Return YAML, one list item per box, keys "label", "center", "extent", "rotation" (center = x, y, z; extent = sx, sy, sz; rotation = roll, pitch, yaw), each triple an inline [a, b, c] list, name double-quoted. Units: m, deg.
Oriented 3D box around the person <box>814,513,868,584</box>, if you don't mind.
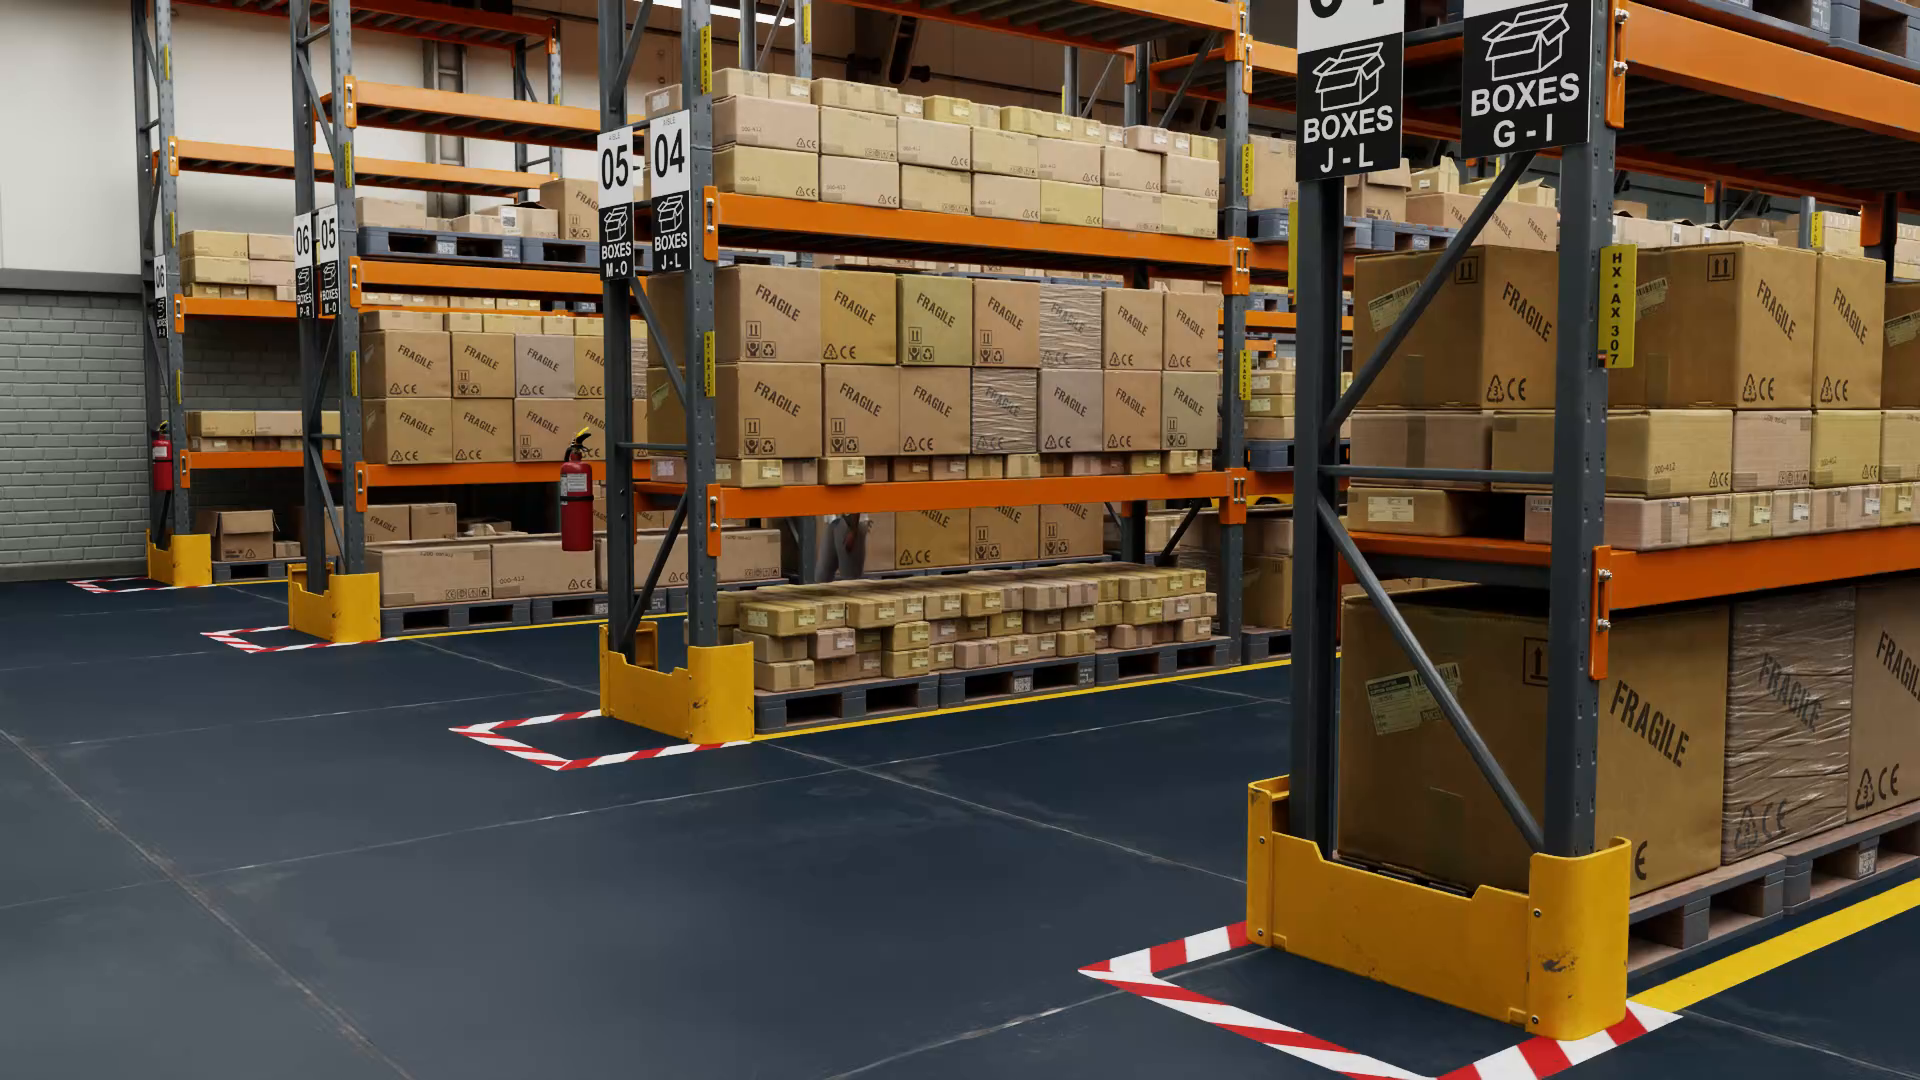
- label: "person"
  center: [-0.967, -0.091, 12.250]
  extent: [0.590, 1.674, 0.458]
  rotation: [-2, 5, -20]
